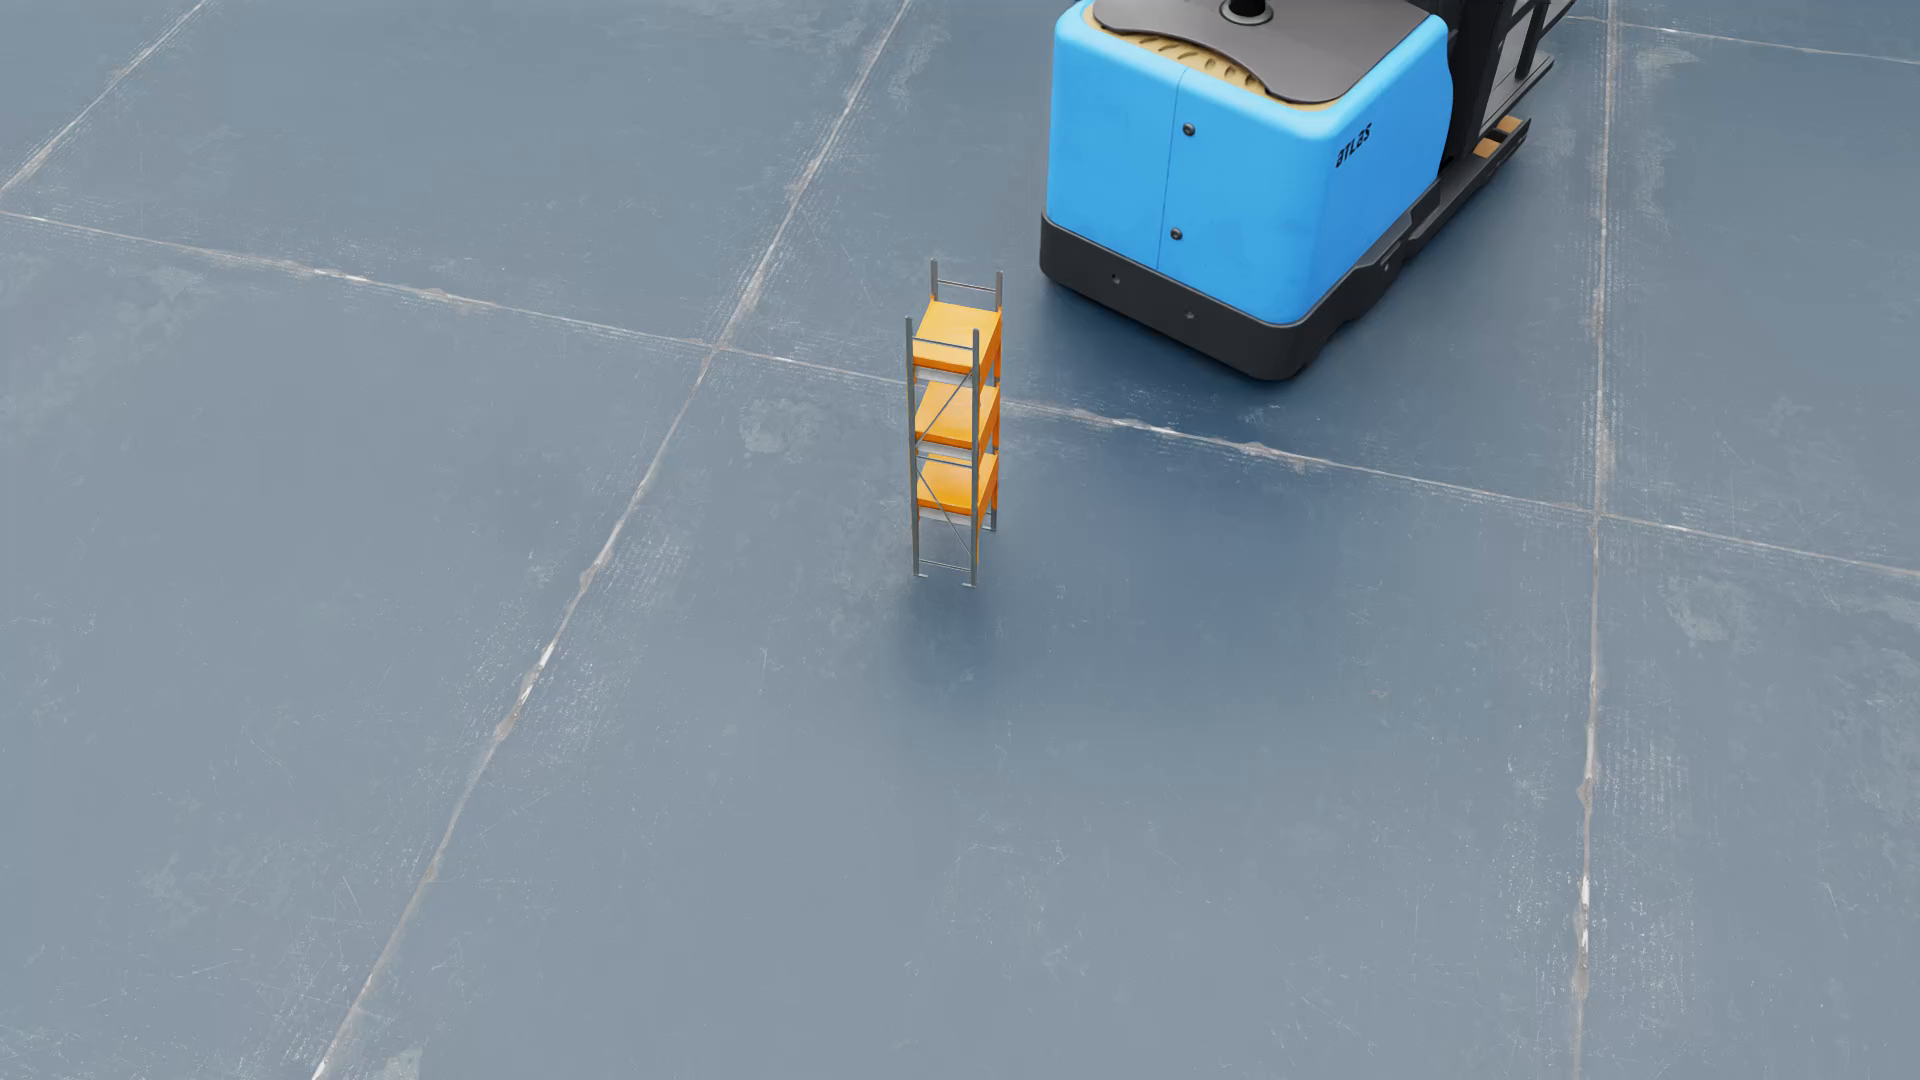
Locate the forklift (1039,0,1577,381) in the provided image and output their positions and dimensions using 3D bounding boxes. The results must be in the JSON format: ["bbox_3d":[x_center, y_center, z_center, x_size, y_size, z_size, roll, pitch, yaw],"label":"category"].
[{"bbox_3d":[1.585,-2.567,5.561,1.130,2.935,3.031,30,55,24],"label":"forklift"}]

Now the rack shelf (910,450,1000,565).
[{"bbox_3d":[-0.014,-0.118,5.039,0.215,0.259,0.240,12,50,10],"label":"rack shelf"}]

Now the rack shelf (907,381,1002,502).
[{"bbox_3d":[-0.014,-0.302,4.830,0.215,0.259,0.240,12,50,10],"label":"rack shelf"}]

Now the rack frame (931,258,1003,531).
[{"bbox_3d":[0.018,-0.397,4.900,0.200,1.050,0.008,12,50,10],"label":"rack frame"}]

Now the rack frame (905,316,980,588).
[{"bbox_3d":[-0.046,-0.220,4.744,0.200,1.050,0.008,12,50,10],"label":"rack frame"}]

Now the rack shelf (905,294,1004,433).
[{"bbox_3d":[-0.014,-0.489,4.617,0.215,0.259,0.240,12,50,10],"label":"rack shelf"}]

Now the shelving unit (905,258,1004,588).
[{"bbox_3d":[-0.014,-0.309,4.822,0.215,1.050,0.252,12,50,10],"label":"shelving unit"}]
